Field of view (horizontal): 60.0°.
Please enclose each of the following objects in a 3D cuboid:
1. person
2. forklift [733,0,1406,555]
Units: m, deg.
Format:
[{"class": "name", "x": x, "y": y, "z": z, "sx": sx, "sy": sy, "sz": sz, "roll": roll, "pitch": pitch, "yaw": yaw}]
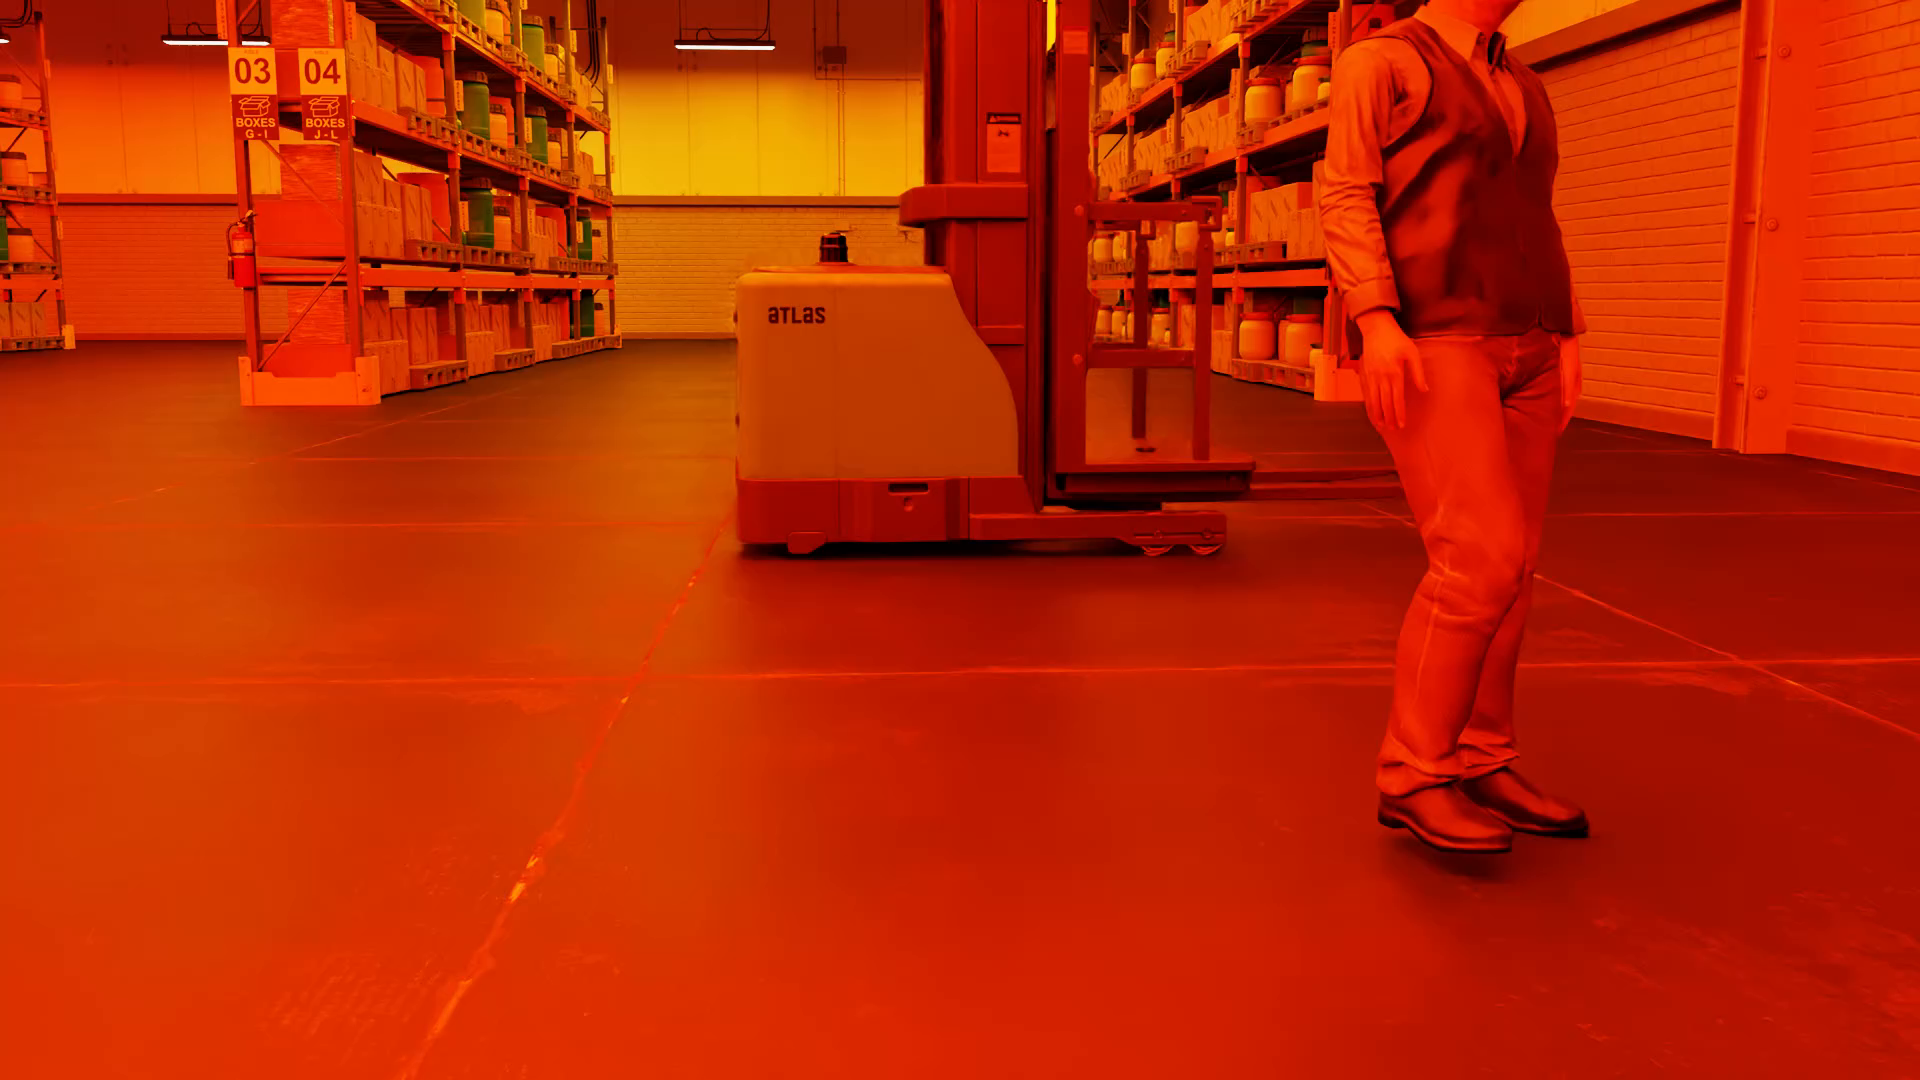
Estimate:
[{"class": "person", "x": 0.972, "y": -0.316, "z": 3.068, "sx": 0.620, "sy": 1.727, "sz": 0.547, "roll": -6, "pitch": 10, "yaw": -34}, {"class": "forklift", "x": 0.602, "y": -1.469, "z": 6.727, "sx": 3.031, "sy": 2.935, "sz": 1.130, "roll": -1, "pitch": 9, "yaw": -8}]
